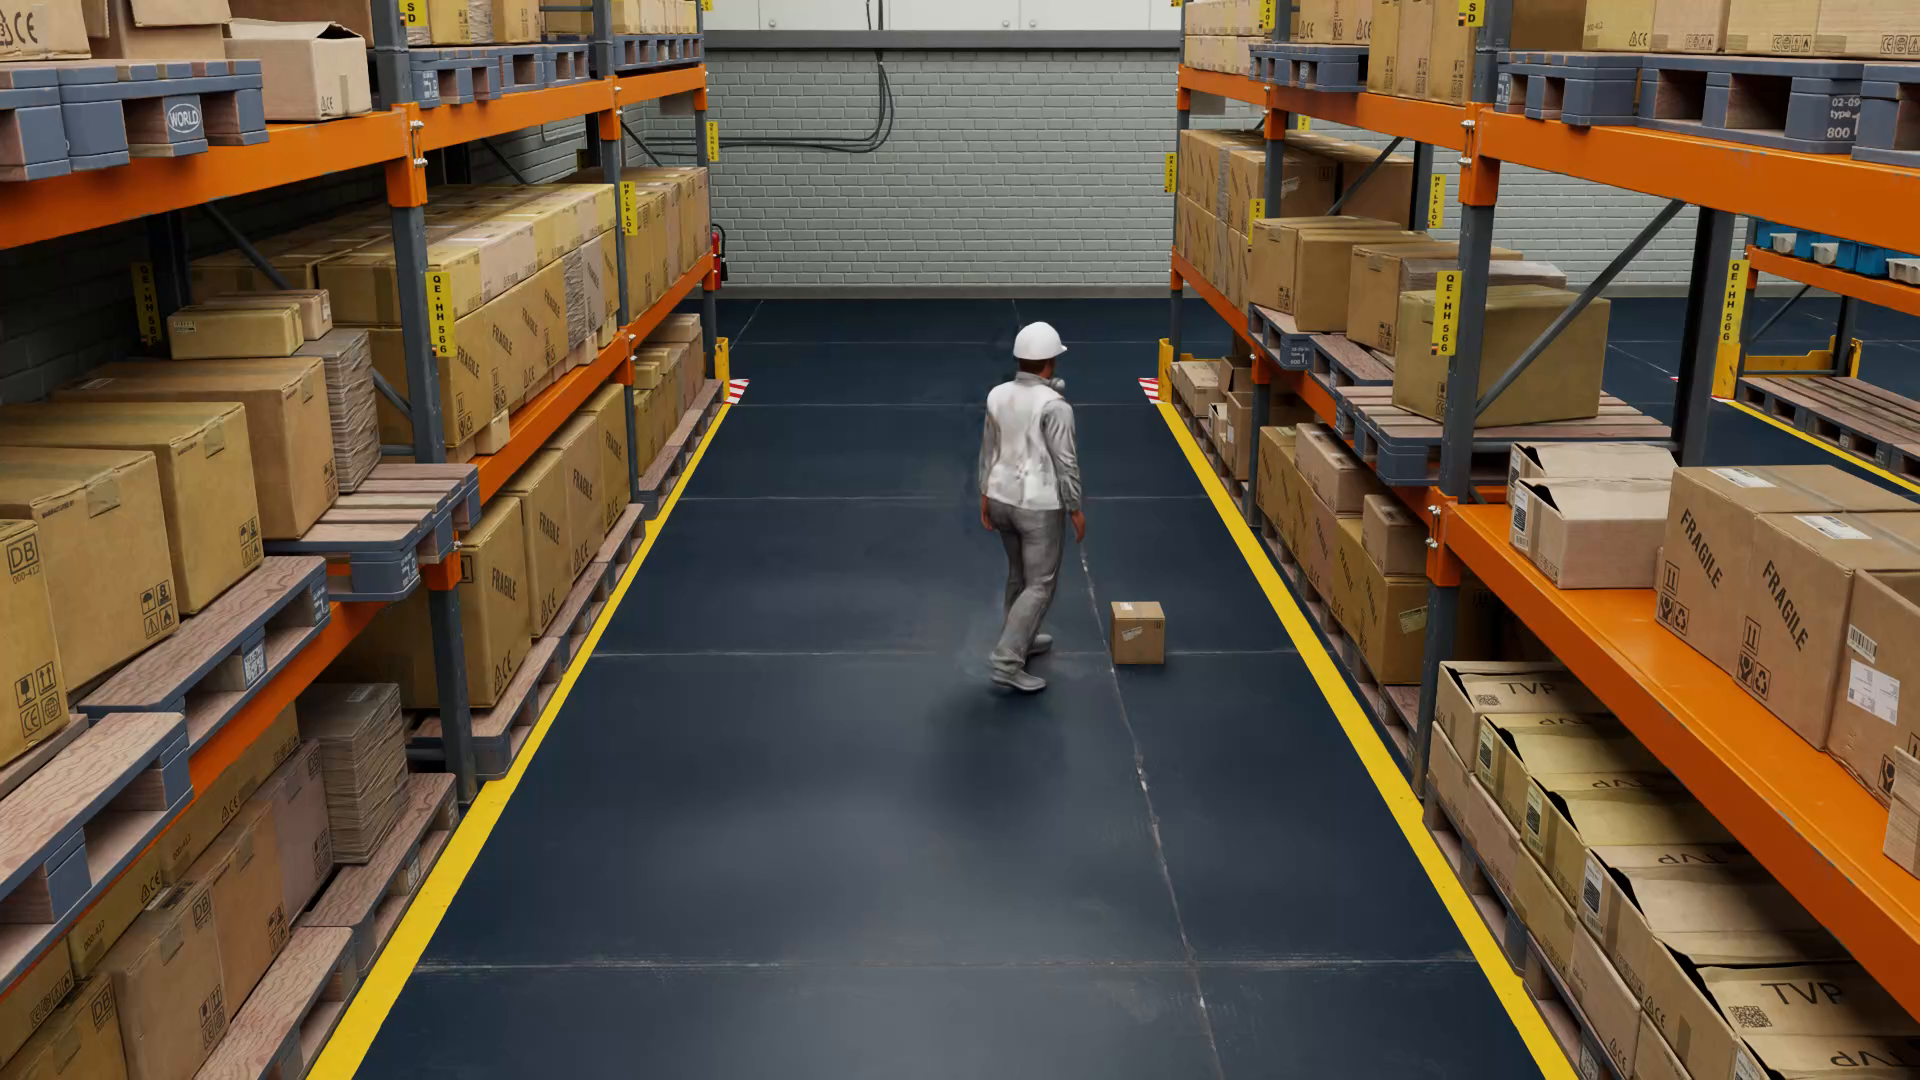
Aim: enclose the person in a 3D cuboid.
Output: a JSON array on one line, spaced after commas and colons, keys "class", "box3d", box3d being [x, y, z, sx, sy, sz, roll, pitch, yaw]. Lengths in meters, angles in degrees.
[{"class": "person", "box3d": [0.329, -0.178, 8.103, 0.595, 1.763, 0.718, 16, 23, 42]}]
